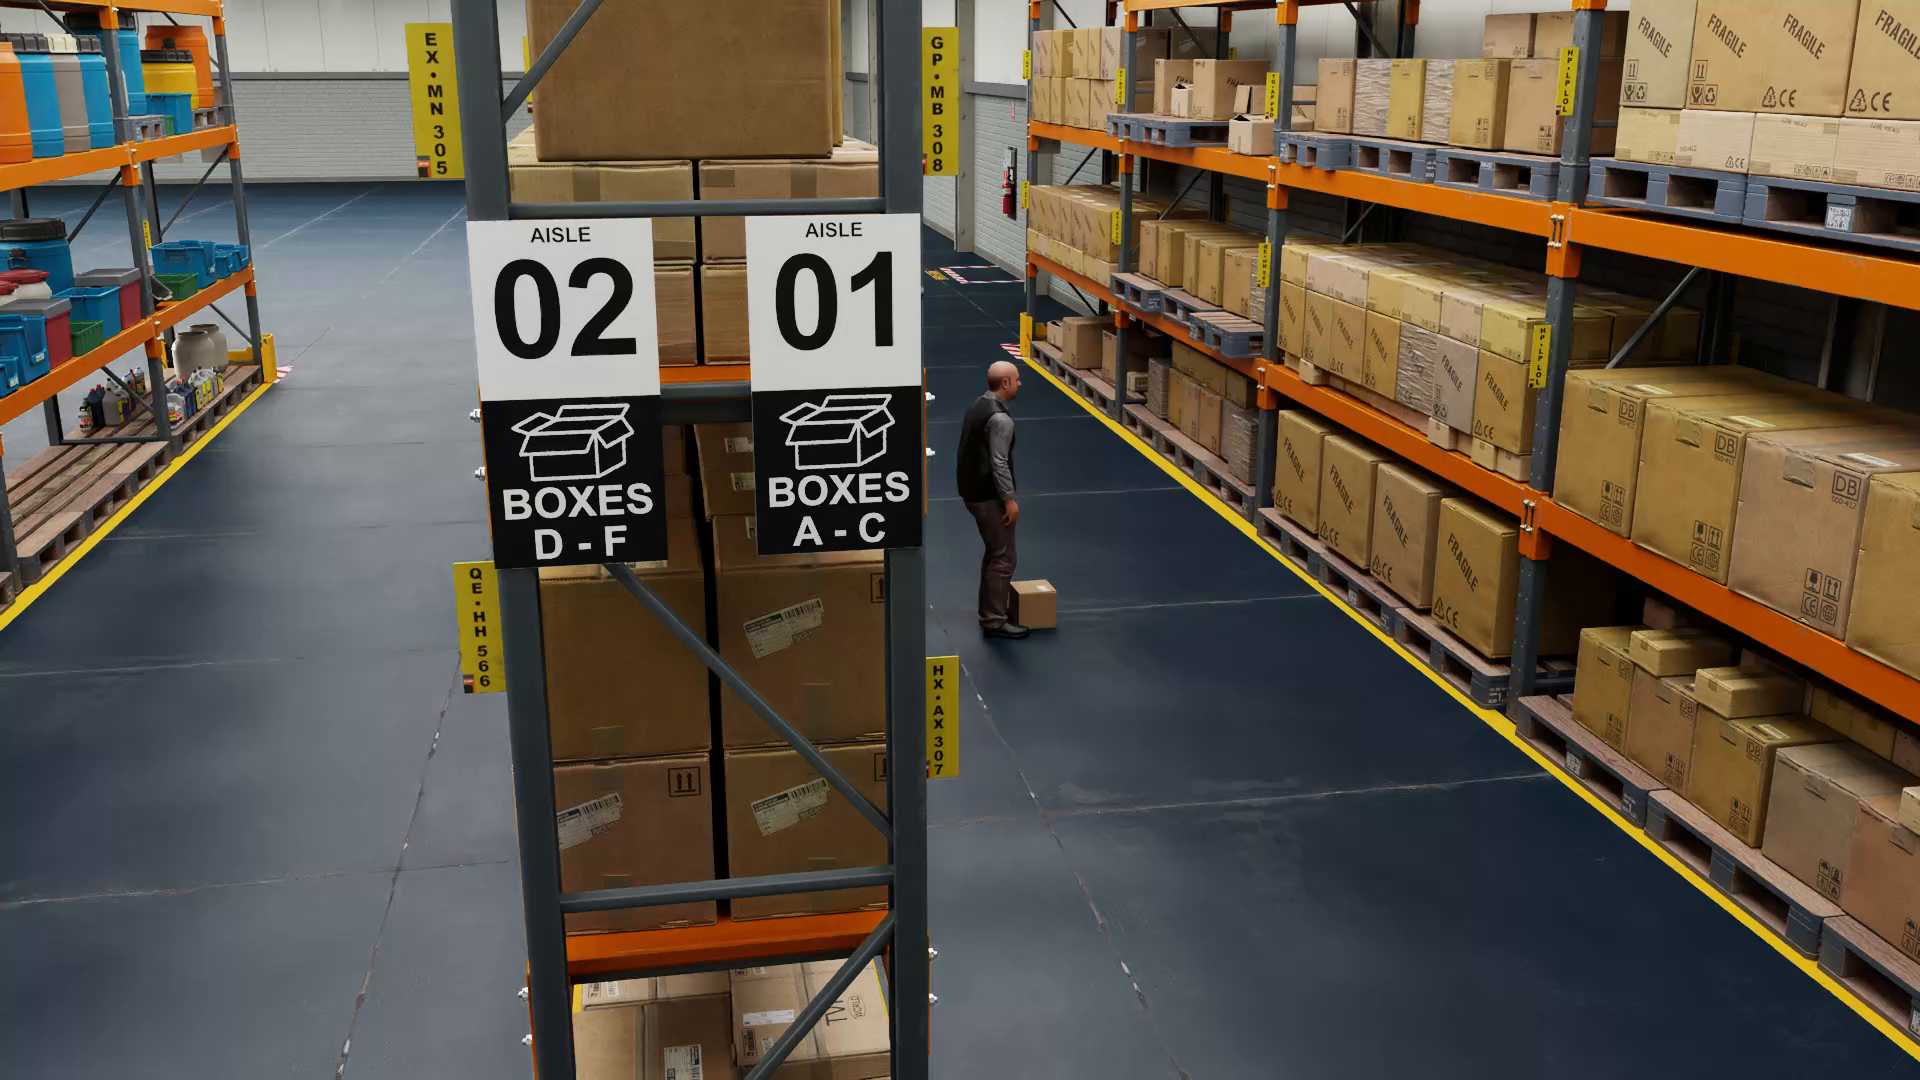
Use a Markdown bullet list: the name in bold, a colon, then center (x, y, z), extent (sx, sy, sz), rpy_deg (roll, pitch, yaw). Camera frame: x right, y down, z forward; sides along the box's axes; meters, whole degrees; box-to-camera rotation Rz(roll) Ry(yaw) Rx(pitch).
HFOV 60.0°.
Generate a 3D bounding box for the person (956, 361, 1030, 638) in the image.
- **person**: center (0.220, -0.225, 10.529), extent (0.470, 1.621, 0.594), rpy_deg (-4, 17, -14)
